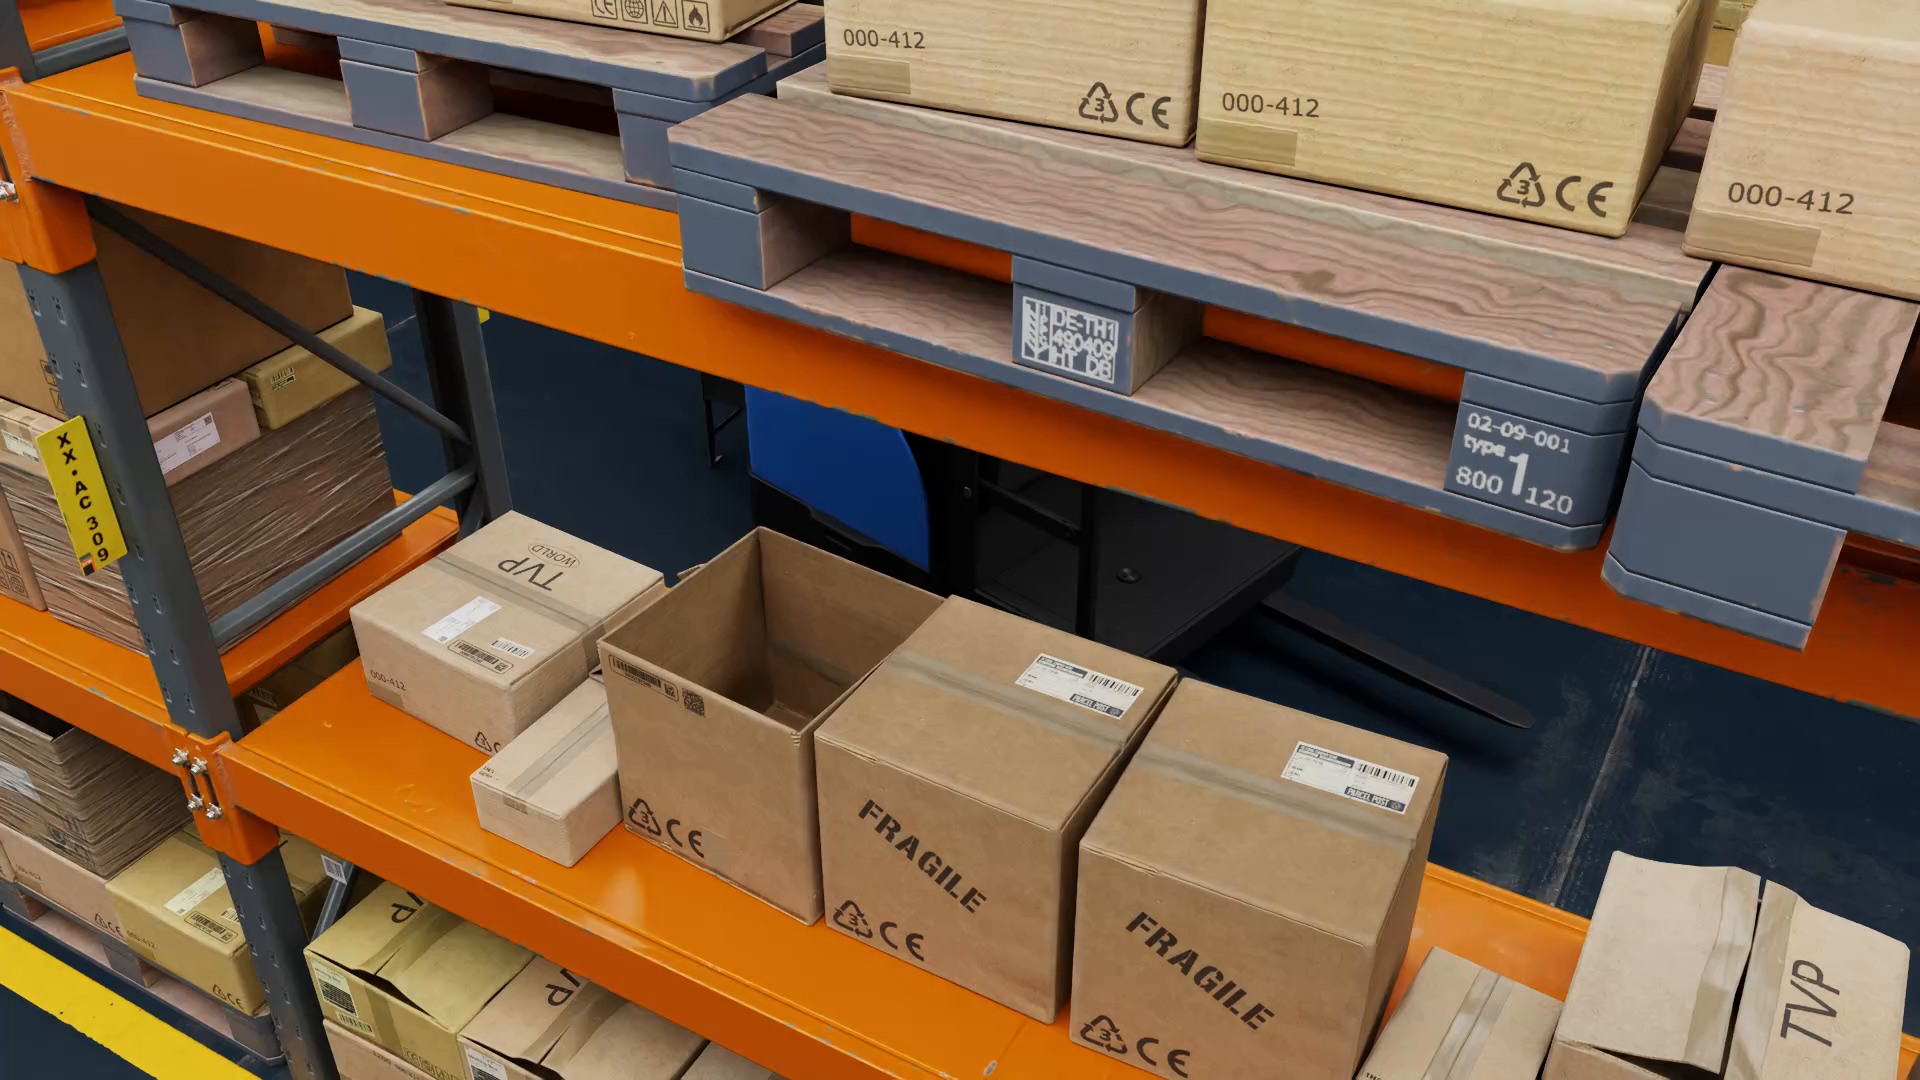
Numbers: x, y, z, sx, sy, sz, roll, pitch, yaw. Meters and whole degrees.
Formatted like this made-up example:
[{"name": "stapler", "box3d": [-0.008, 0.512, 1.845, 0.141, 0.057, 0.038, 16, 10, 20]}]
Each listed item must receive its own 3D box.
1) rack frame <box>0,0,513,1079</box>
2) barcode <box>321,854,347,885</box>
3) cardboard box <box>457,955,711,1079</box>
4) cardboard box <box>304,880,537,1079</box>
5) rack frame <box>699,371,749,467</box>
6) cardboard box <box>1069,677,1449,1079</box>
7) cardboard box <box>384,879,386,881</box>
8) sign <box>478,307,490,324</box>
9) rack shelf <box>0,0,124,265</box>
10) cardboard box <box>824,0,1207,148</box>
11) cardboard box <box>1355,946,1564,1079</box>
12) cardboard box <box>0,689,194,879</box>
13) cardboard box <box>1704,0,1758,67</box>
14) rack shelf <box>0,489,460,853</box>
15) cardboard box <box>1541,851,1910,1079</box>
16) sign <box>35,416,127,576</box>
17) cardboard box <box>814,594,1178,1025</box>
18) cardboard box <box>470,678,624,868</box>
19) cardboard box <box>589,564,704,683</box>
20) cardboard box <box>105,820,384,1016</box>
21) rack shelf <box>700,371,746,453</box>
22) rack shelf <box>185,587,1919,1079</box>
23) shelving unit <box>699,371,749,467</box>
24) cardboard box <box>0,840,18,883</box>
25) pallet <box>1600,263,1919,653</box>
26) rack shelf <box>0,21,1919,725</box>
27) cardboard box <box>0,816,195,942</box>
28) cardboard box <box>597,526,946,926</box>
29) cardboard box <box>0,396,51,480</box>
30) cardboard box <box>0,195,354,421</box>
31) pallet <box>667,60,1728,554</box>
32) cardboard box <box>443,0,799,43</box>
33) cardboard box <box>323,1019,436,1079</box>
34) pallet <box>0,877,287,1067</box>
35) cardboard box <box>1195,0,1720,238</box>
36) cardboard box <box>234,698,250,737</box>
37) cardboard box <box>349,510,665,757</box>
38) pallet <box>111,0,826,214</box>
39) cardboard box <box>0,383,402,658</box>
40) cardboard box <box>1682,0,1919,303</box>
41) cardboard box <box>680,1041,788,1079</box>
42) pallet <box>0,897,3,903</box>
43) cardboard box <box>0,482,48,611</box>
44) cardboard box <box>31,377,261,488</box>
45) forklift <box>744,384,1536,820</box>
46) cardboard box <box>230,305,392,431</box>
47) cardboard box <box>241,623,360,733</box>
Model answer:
[{"name": "rack frame", "box3d": [-1.477, 0.041, 3.983, 0.127, 3.000, 1.000, 18, 37, 24]}, {"name": "barcode", "box3d": [-1.462, 0.769, 3.881, 0.075, 0.075, 0.001, 18, 37, 24]}, {"name": "cardboard box", "box3d": [-0.810, 1.151, 3.912, 0.500, 0.311, 0.500, 17, 37, 24]}, {"name": "cardboard box", "box3d": [-1.242, 1.010, 4.122, 0.500, 0.311, 0.500, 18, 38, 25]}, {"name": "rack frame", "box3d": [-1.007, -1.293, 6.797, 0.015, 2.100, 0.400, 14, 36, 21]}, {"name": "cardboard box", "box3d": [0.531, 0.646, 2.984, 0.500, 0.500, 0.500, 16, 37, 22]}, {"name": "cardboard box", "box3d": [-1.729, 0.737, 5.039, 0.500, 0.250, 0.500, 18, 37, 24]}, {"name": "sign", "box3d": [-1.216, -0.672, 4.080, 0.005, 0.325, 0.100, 18, 37, 24]}, {"name": "rack shelf", "box3d": [-3.213, -1.458, 4.177, 4.000, 0.370, 1.077, 18, 37, 24]}, {"name": "cardboard box", "box3d": [0.153, -0.765, 2.243, 0.500, 0.250, 0.500, 14, 36, 20]}, {"name": "cardboard box", "box3d": [0.861, 0.922, 2.886, 0.250, 0.149, 0.380, 21, 39, 28]}, {"name": "cardboard box", "box3d": [-2.416, 0.533, 4.669, 0.500, 0.500, 0.500, 18, 37, 24]}, {"name": "cardboard box", "box3d": [2.945, -1.925, 6.448, 0.500, 0.500, 0.700, 18, 37, 24]}, {"name": "rack shelf", "box3d": [-3.213, -0.210, 5.008, 4.000, 0.370, 1.077, 18, 37, 24]}, {"name": "cardboard box", "box3d": [1.316, 0.839, 2.865, 0.500, 0.311, 0.500, 17, 37, 24]}, {"name": "sign", "box3d": [-1.751, -0.085, 3.319, 0.005, 0.325, 0.100, 18, 37, 24]}, {"name": "cardboard box", "box3d": [0.074, 0.501, 3.202, 0.500, 0.500, 0.500, 18, 38, 24]}, {"name": "cardboard box", "box3d": [-0.809, 0.487, 3.539, 0.250, 0.149, 0.380, 18, 37, 24]}, {"name": "cardboard box", "box3d": [-0.622, 0.250, 3.789, 0.258, 0.266, 0.396, 17, 37, 23]}, {"name": "cardboard box", "box3d": [-1.988, 0.988, 4.662, 0.500, 0.250, 0.500, 18, 37, 24]}, {"name": "rack shelf", "box3d": [-0.781, -0.642, 7.103, 0.480, 0.518, 0.431, 14, 36, 21]}, {"name": "rack shelf", "box3d": [0.260, 0.890, 3.356, 4.000, 0.370, 1.077, 18, 37, 24]}, {"name": "shelving unit", "box3d": [-0.787, -1.237, 6.709, 0.503, 2.100, 0.431, 14, 36, 21]}, {"name": "cardboard box", "box3d": [-2.858, 0.715, 5.071, 0.500, 0.250, 0.500, 18, 37, 24]}, {"name": "pallet", "box3d": [1.363, -0.173, 1.767, 1.003, 0.211, 1.213, 19, 38, 27]}, {"name": "rack shelf", "box3d": [0.260, -0.358, 2.525, 4.000, 0.370, 1.077, 18, 37, 24]}, {"name": "cardboard box", "box3d": [-2.417, 0.846, 4.876, 0.500, 0.250, 0.500, 18, 37, 24]}, {"name": "cardboard box", "box3d": [-0.361, 0.363, 3.408, 0.500, 0.500, 0.500, 20, 39, 28]}, {"name": "cardboard box", "box3d": [-2.033, -0.312, 3.836, 0.250, 0.149, 0.380, 17, 37, 23]}, {"name": "cardboard box", "box3d": [-1.865, -0.660, 3.774, 0.500, 0.500, 0.700, 18, 38, 25]}, {"name": "pallet", "box3d": [0.390, -0.479, 2.227, 1.213, 0.211, 1.003, 19, 38, 27]}, {"name": "cardboard box", "box3d": [-0.468, -0.996, 2.590, 0.500, 0.250, 0.500, 14, 36, 20]}, {"name": "cardboard box", "box3d": [-1.249, 1.241, 4.283, 0.500, 0.250, 0.500, 17, 37, 23]}, {"name": "pallet", "box3d": [-2.146, 0.962, 5.114, 1.213, 0.211, 1.003, 18, 37, 24]}, {"name": "cardboard box", "box3d": [0.619, -0.616, 2.019, 0.500, 0.250, 0.500, 17, 37, 23]}, {"name": "cardboard box", "box3d": [-2.162, 0.286, 5.039, 0.500, 0.500, 0.500, 18, 37, 24]}, {"name": "cardboard box", "box3d": [-1.028, 0.217, 3.852, 0.500, 0.250, 0.500, 20, 39, 27]}, {"name": "pallet", "box3d": [-0.704, -0.892, 2.849, 1.217, 0.209, 0.805, 16, 37, 23]}, {"name": "cardboard box", "box3d": [-1.865, -0.120, 4.134, 0.500, 0.500, 0.700, 17, 37, 23]}, {"name": "cardboard box", "box3d": [1.110, -0.453, 1.775, 0.500, 0.250, 0.500, 19, 38, 26]}, {"name": "cardboard box", "box3d": [-0.360, 1.292, 3.699, 0.500, 0.311, 0.500, 16, 37, 23]}, {"name": "pallet", "box3d": [-3.210, 0.627, 5.617, 1.213, 0.211, 1.003, 18, 37, 24]}, {"name": "cardboard box", "box3d": [-2.326, -0.262, 4.347, 0.500, 0.500, 0.700, 17, 37, 24]}, {"name": "cardboard box", "box3d": [-1.819, -0.243, 3.733, 0.250, 0.149, 0.380, 18, 37, 24]}, {"name": "forklift", "box3d": [0.567, -0.885, 5.435, 3.031, 2.935, 1.130, 28, 43, 35]}, {"name": "cardboard box", "box3d": [-1.614, -0.438, 4.026, 0.250, 0.149, 0.380, 18, 37, 24]}, {"name": "cardboard box", "box3d": [-1.724, 0.420, 4.838, 0.500, 0.500, 0.500, 18, 37, 24]}]
